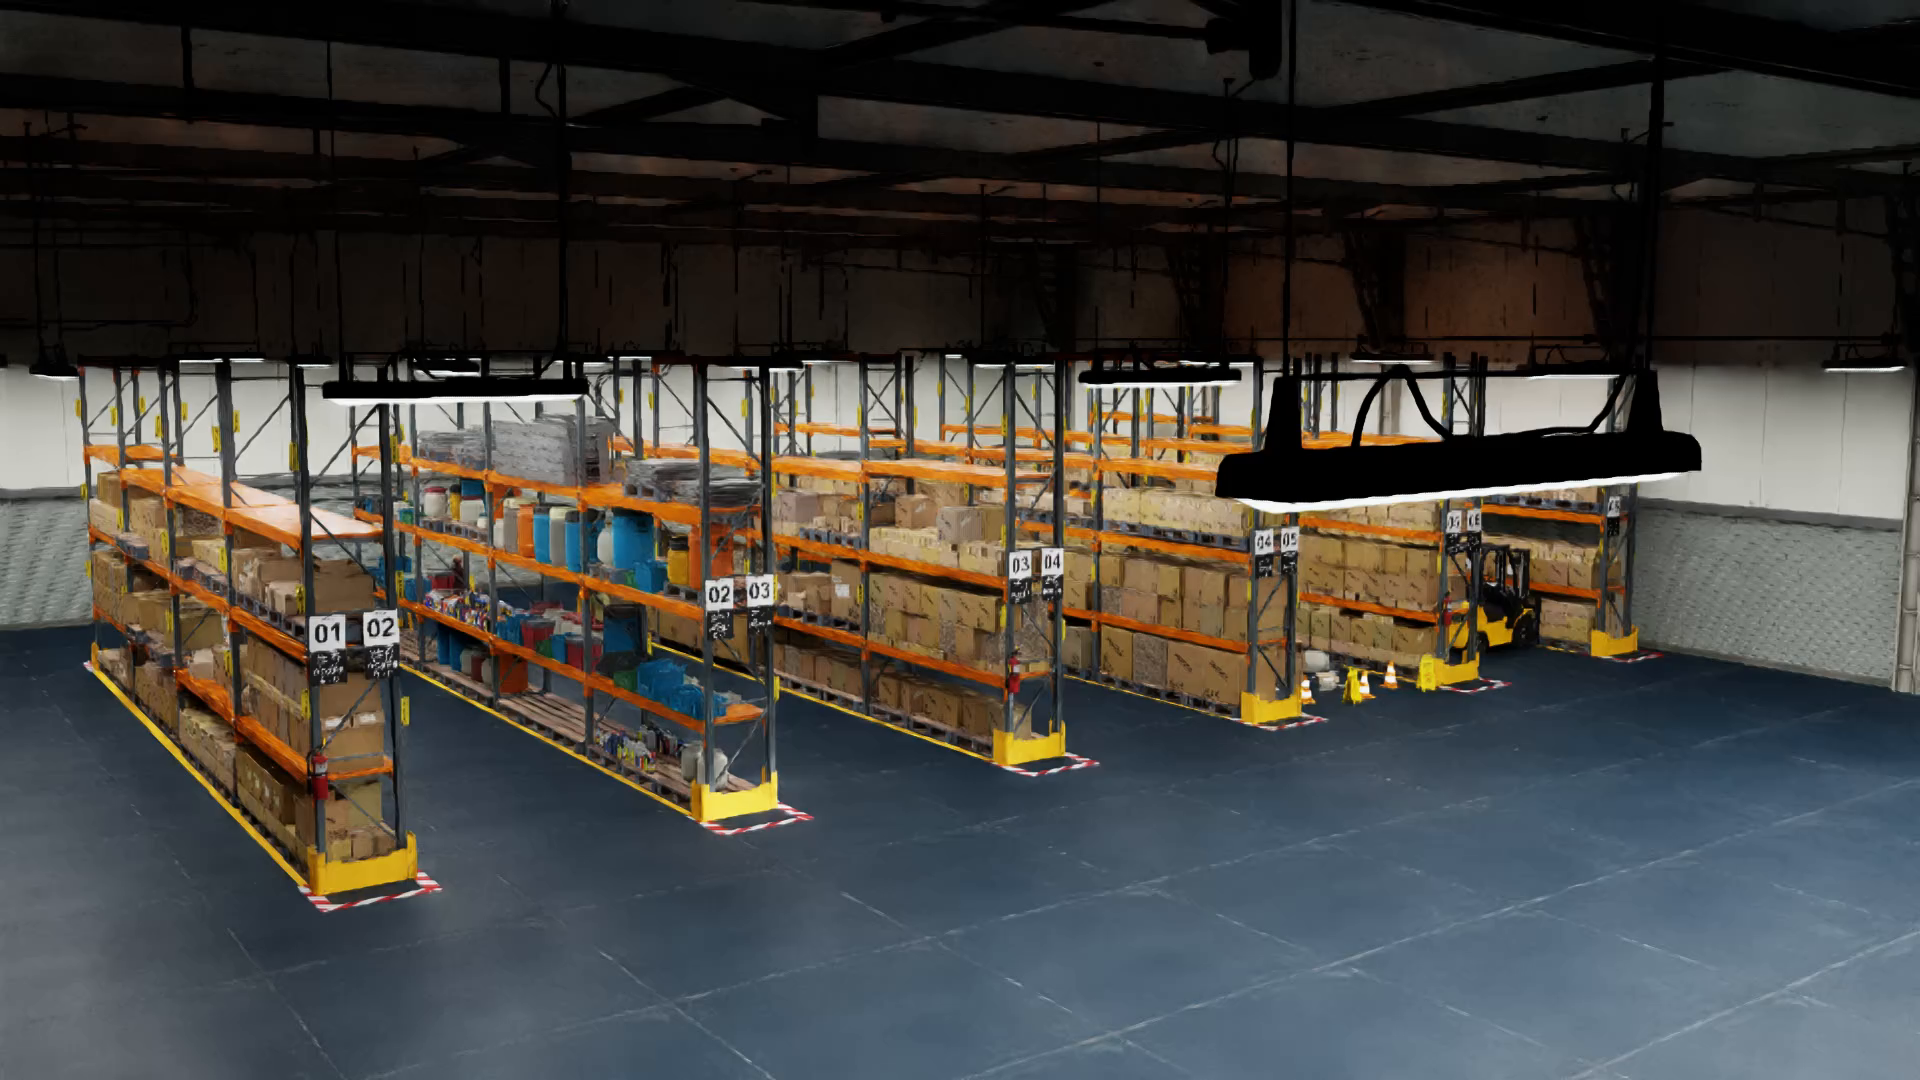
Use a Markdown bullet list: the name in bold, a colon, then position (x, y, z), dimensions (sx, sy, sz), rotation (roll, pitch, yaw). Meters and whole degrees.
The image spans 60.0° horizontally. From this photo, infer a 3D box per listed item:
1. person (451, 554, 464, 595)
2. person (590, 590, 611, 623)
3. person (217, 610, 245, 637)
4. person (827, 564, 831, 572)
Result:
- **person**: position (-10.576, 1.176, 35.260), dimensions (0.634, 1.779, 0.517), rotation (4, 8, 28)
- **person**: position (-6.959, 1.584, 32.346), dimensions (0.503, 1.670, 0.432), rotation (4, 8, 28)
- **person**: position (-14.268, 1.533, 32.528), dimensions (0.579, 1.732, 1.042), rotation (-5, 9, -36)
- **person**: position (-3.378, -0.007, 45.180), dimensions (0.594, 1.762, 0.614), rotation (3, 7, 22)
